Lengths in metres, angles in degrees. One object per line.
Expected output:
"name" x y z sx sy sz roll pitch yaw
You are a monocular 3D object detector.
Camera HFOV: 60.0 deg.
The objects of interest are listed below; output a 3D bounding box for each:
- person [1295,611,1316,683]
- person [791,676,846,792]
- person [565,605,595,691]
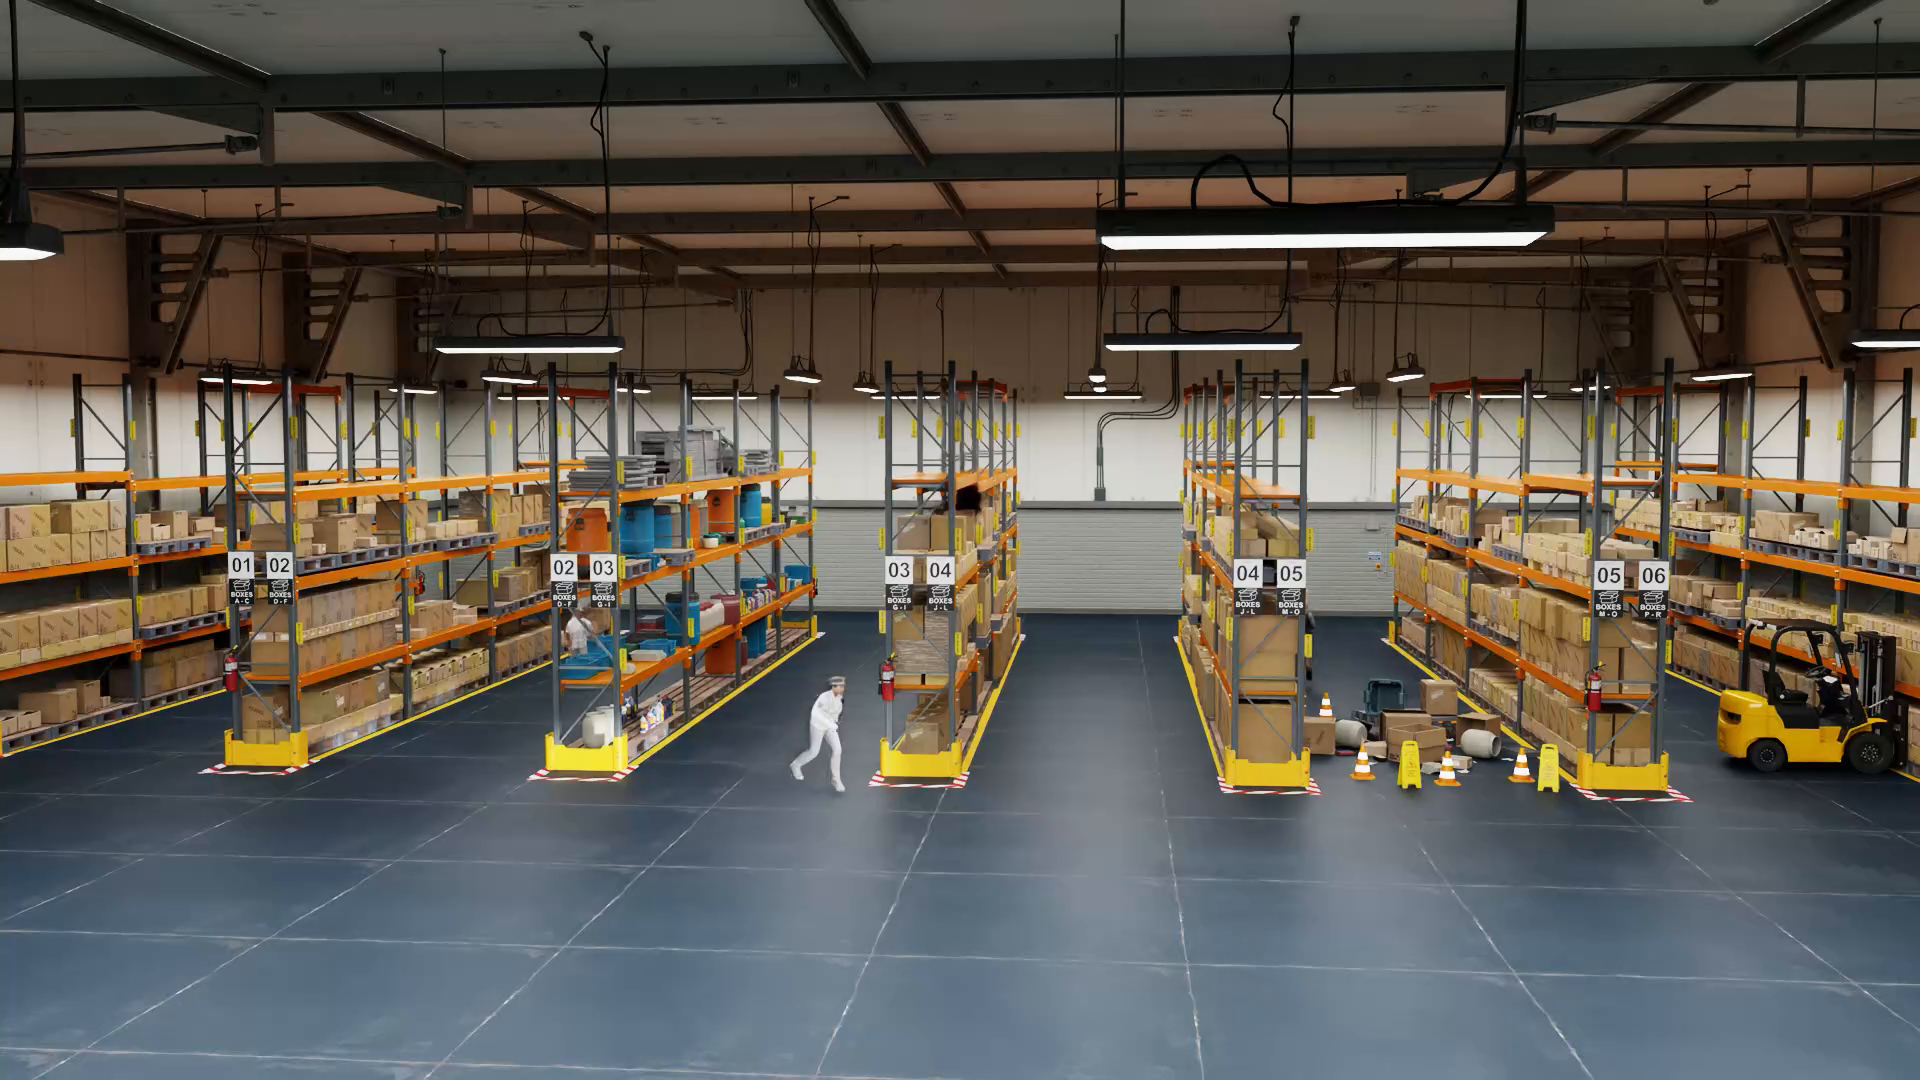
"person" 6.681 2.011 32.747 0.670 1.720 0.848 0 4 3
"person" -1.982 2.691 23.377 0.978 1.628 0.653 2 4 32
"person" -7.334 2.067 32.090 0.562 1.650 0.589 0 4 -4
